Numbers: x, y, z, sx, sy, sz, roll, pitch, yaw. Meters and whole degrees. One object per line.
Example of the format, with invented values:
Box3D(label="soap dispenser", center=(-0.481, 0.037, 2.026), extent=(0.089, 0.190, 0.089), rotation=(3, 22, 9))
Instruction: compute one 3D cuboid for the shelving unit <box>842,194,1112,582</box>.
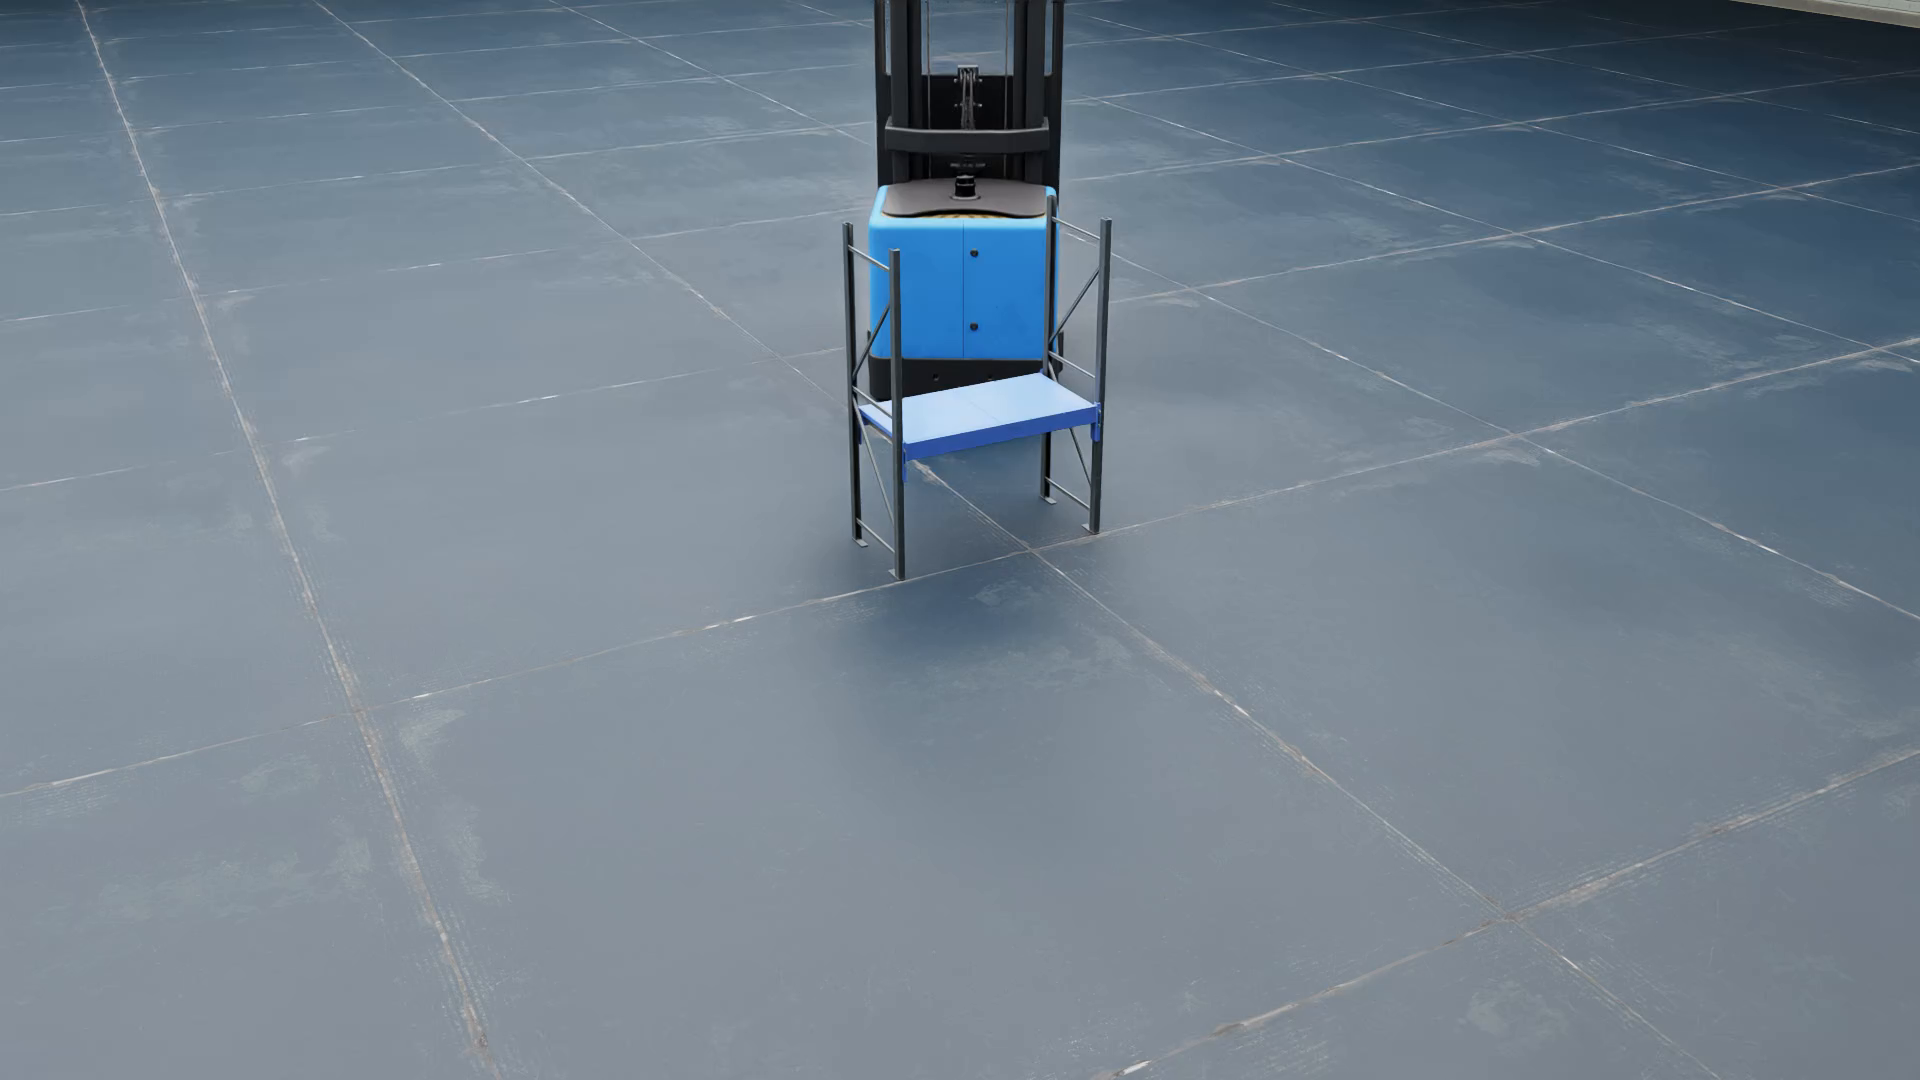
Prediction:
Box3D(label="shelving unit", center=(0.075, -0.693, 7.462), extent=(1.048, 1.500, 0.538), rotation=(-13, 29, -25))

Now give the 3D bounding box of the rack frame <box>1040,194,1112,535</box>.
Box3D(label="rack frame", center=(0.524, -0.797, 7.677), extent=(0.032, 1.500, 0.500), rotation=(-13, 29, -25))

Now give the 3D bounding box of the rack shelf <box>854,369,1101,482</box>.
Box3D(label="rack shelf", center=(0.075, -0.531, 7.539), extent=(1.000, 0.185, 0.538), rotation=(-13, 29, -25))

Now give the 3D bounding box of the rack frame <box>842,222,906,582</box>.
Box3D(label="rack frame", center=(-0.373, -0.590, 7.246), extent=(0.032, 1.500, 0.500), rotation=(-13, 29, -25))

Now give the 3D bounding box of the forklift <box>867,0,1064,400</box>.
Box3D(label="forklift", center=(0.058, -2.683, 9.952), extent=(1.130, 2.935, 3.031), rotation=(1, 26, 1))
